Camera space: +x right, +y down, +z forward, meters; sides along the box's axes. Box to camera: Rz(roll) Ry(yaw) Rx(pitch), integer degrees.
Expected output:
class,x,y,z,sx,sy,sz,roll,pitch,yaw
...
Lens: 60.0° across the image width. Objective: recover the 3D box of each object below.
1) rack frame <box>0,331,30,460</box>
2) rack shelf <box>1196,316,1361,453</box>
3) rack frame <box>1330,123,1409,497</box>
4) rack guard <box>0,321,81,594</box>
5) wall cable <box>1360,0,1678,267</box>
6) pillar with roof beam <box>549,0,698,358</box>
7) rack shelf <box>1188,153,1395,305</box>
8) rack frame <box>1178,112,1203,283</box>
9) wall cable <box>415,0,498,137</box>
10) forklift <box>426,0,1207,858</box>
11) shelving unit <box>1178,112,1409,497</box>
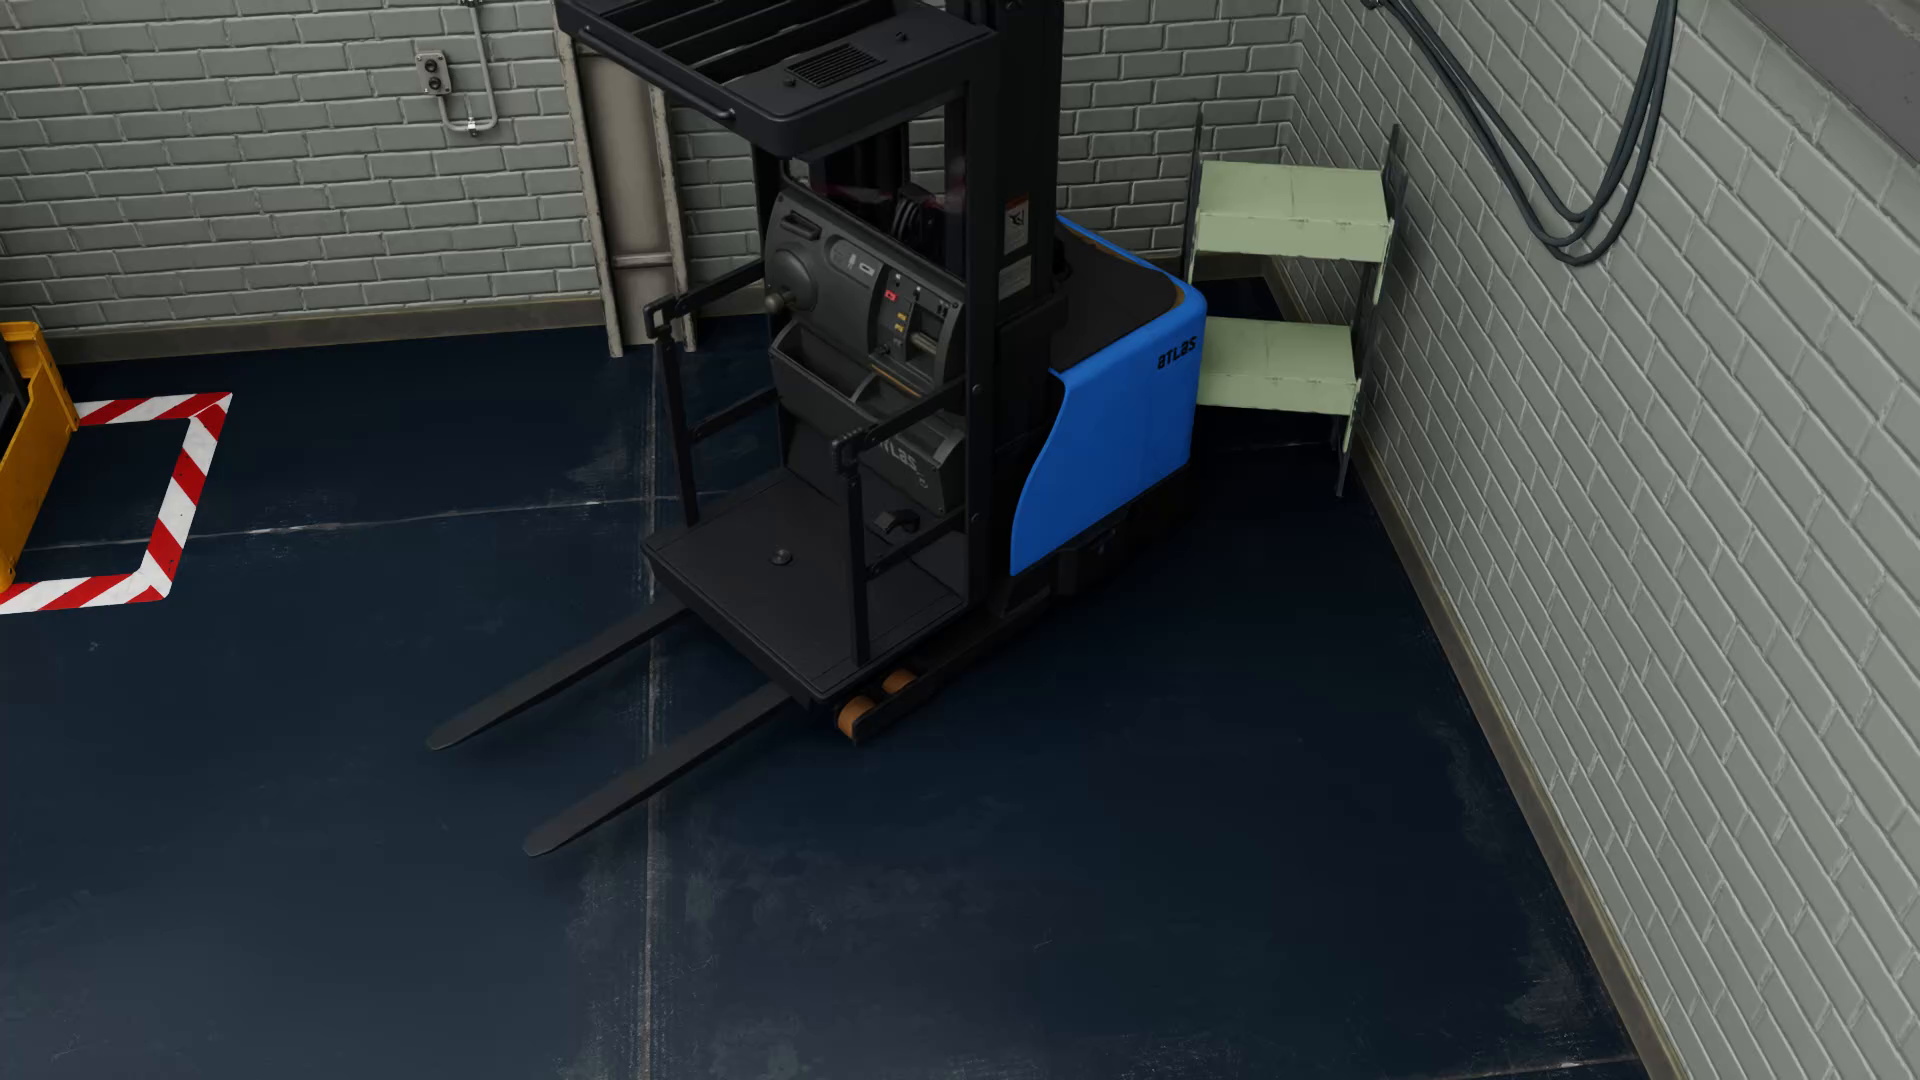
class,x,y,z,sx,sy,sz,roll,pitch,yaw
rack frame,-4.001,-1.267,5.915,0.127,3.000,1.000,-5,42,-6
rack shelf,1.243,-0.658,6.841,0.720,0.370,0.431,5,42,4
rack frame,1.610,-0.873,6.596,0.023,1.500,0.400,5,42,4
rack guard,-3.977,-0.341,6.755,0.348,0.500,1.175,-5,42,-6
wall cable,1.653,-2.596,5.228,0.112,2.526,3.097,-5,42,-6
pillar with roof beam,-0.878,-1.445,1.633,0.400,9.000,9.100,-5,42,-6
rack shelf,1.249,-1.192,6.364,0.720,0.370,0.431,5,42,4
rack frame,0.882,-0.930,6.652,0.023,1.500,0.400,5,42,4
wall cable,-2.854,-2.384,6.395,1.851,1.984,0.084,-5,42,-6
forklift,-0.486,-0.765,5.410,3.031,2.935,1.130,-32,51,-30
shelving unit,1.246,-0.901,6.624,0.755,1.500,0.431,5,42,4
